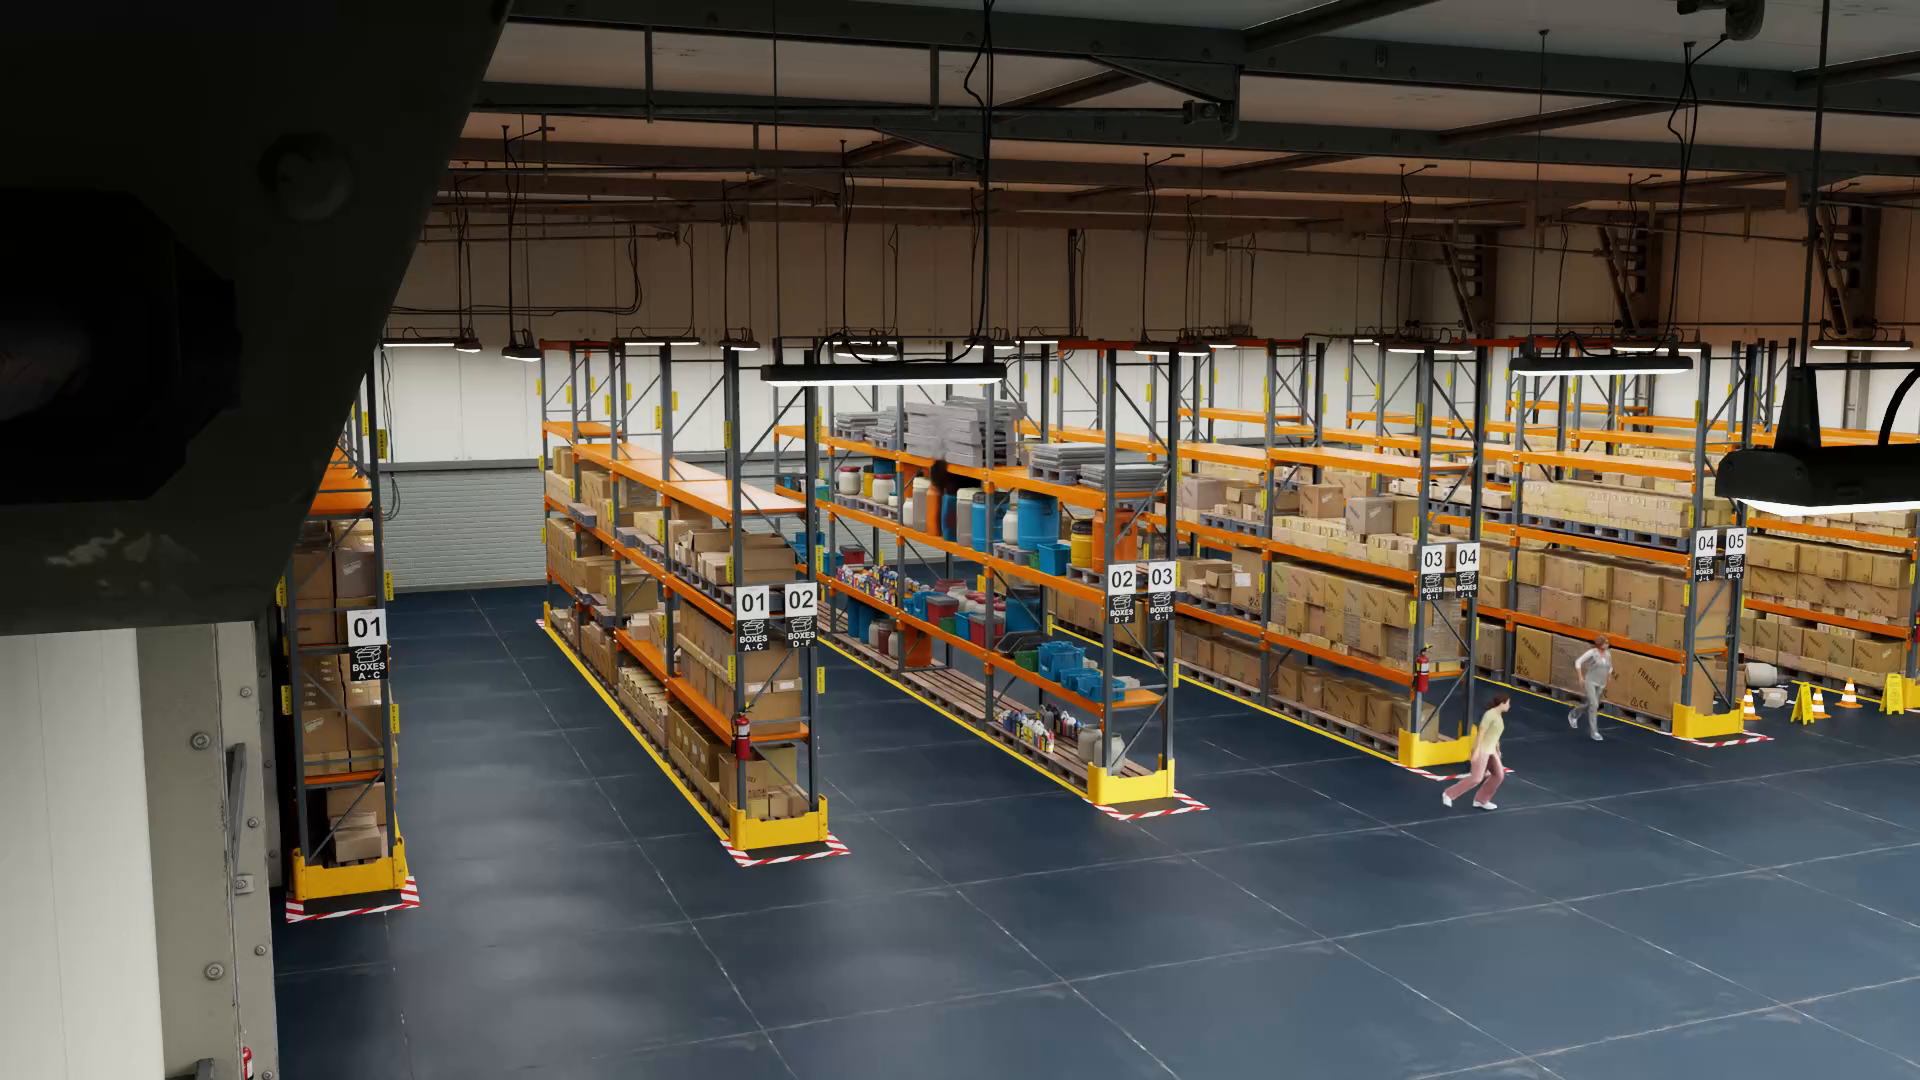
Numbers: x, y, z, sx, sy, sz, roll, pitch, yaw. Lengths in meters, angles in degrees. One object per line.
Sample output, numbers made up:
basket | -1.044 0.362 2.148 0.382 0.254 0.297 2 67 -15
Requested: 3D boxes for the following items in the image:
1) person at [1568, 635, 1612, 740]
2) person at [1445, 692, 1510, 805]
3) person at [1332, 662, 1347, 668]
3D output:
person | 9.732 2.265 25.507 0.583 1.442 0.928 -3 8 -19
person | 6.782 2.714 21.723 0.675 1.526 0.677 6 10 39
person | 7.129 1.505 30.479 0.689 1.731 0.632 -1 8 -10
